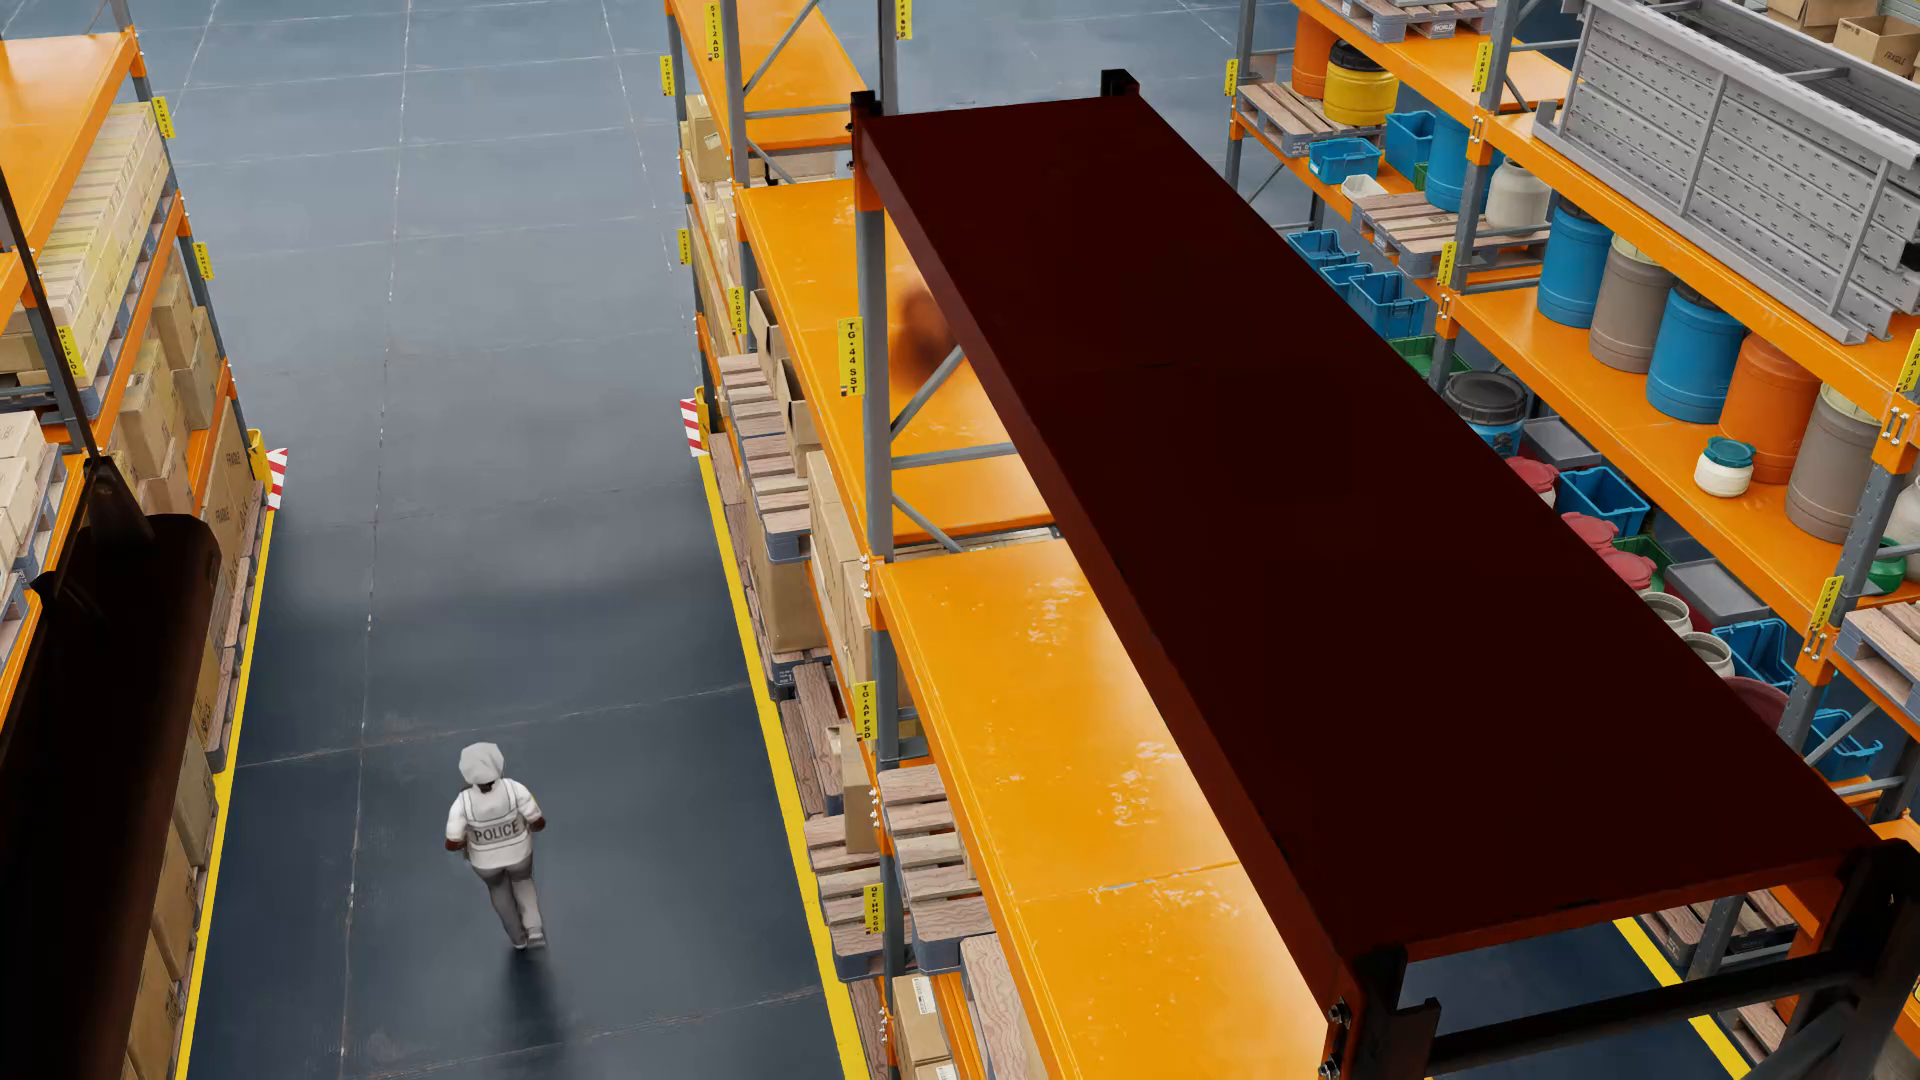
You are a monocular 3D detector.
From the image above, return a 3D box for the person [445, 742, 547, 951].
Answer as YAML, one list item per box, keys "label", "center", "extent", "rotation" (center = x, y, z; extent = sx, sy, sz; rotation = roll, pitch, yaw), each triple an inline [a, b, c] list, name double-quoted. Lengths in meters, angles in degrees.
- label: "person"
  center: [-2.728, 1.891, 9.898]
  extent: [0.582, 1.660, 0.578]
  rotation: [-12, 36, -18]

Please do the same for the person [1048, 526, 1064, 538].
- label: "person"
  center: [0.760, -0.416, 13.292]
  extent: [0.616, 1.625, 0.550]
  rotation: [-11, 36, -15]

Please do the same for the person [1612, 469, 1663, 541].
- label: "person"
  center: [5.407, -0.449, 13.198]
  extent: [0.689, 1.827, 0.826]
  rotation: [-10, 36, -14]
